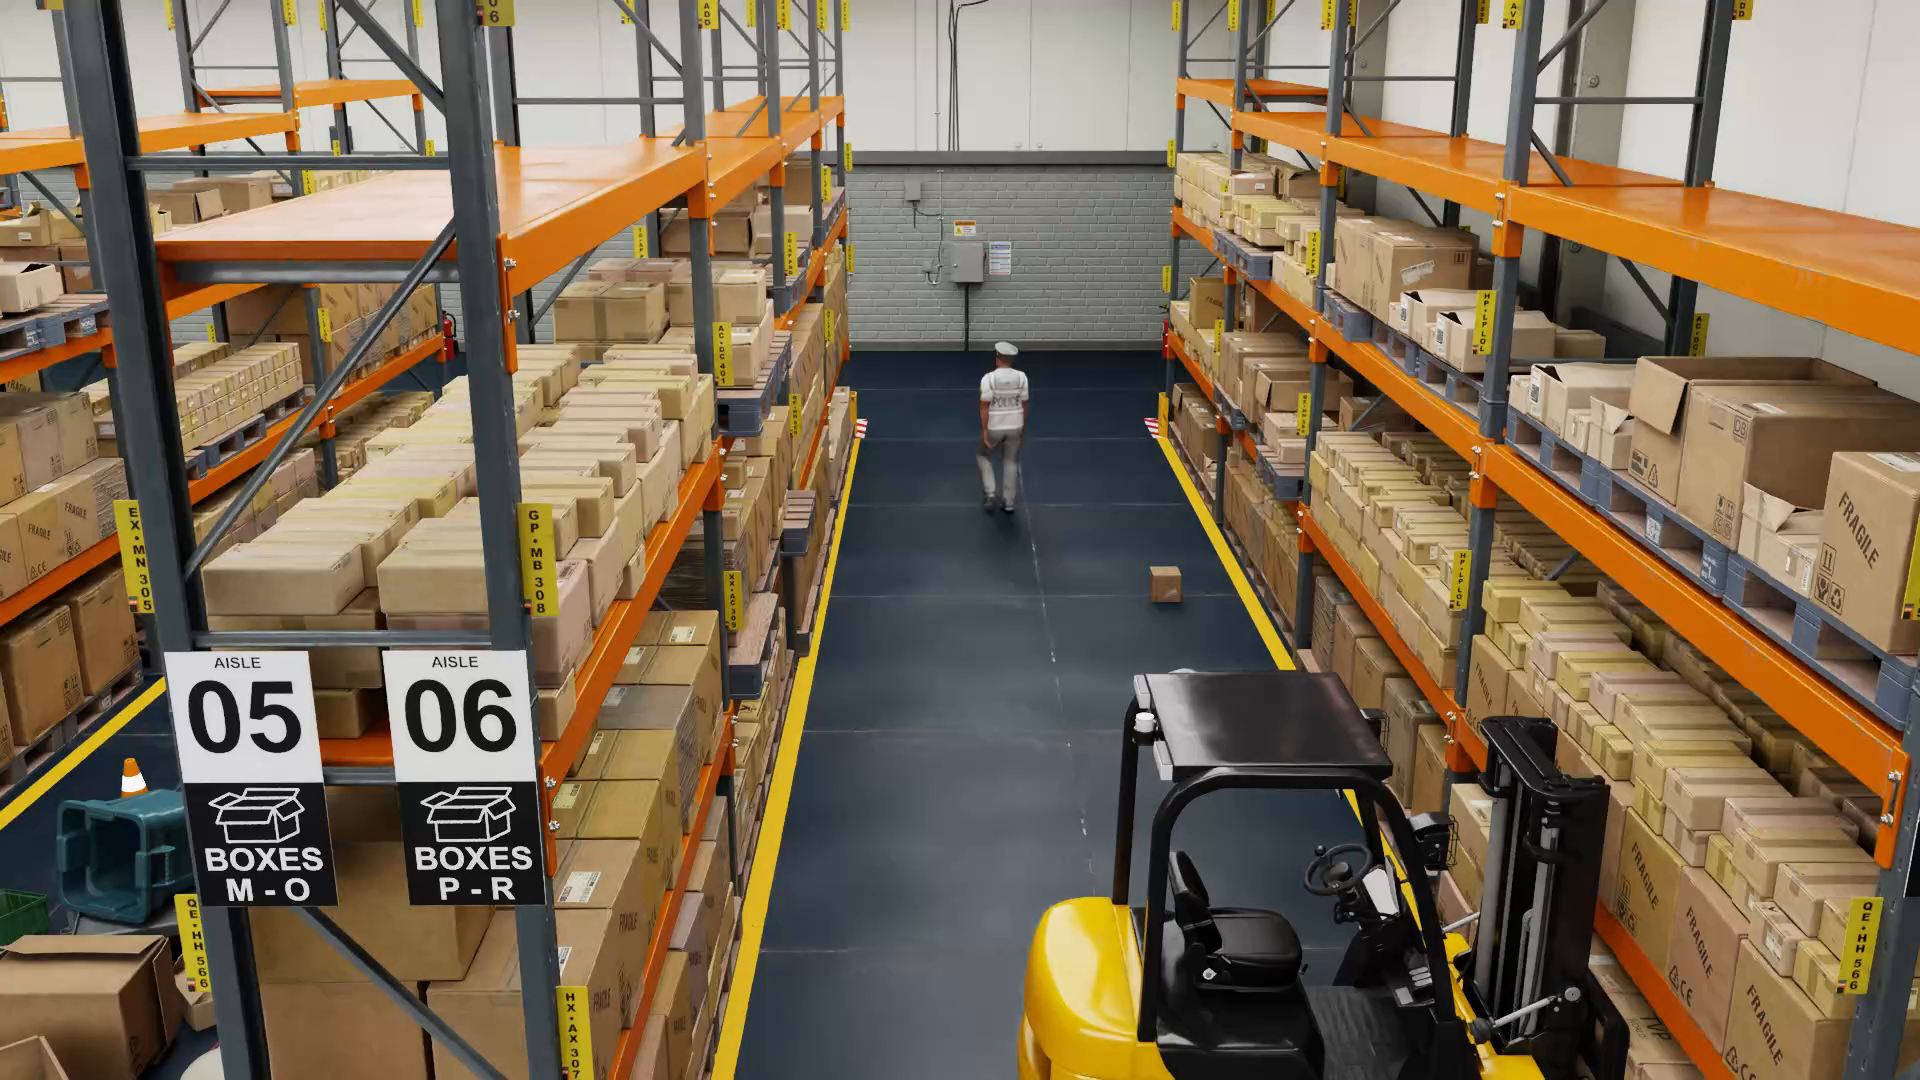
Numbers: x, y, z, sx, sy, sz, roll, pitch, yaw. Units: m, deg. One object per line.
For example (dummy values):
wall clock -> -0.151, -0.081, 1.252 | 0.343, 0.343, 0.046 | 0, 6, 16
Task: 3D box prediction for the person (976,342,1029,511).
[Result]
person -> 0.436, -1.164, 17.323 | 0.535, 1.824, 0.477 | -4, 17, -11
